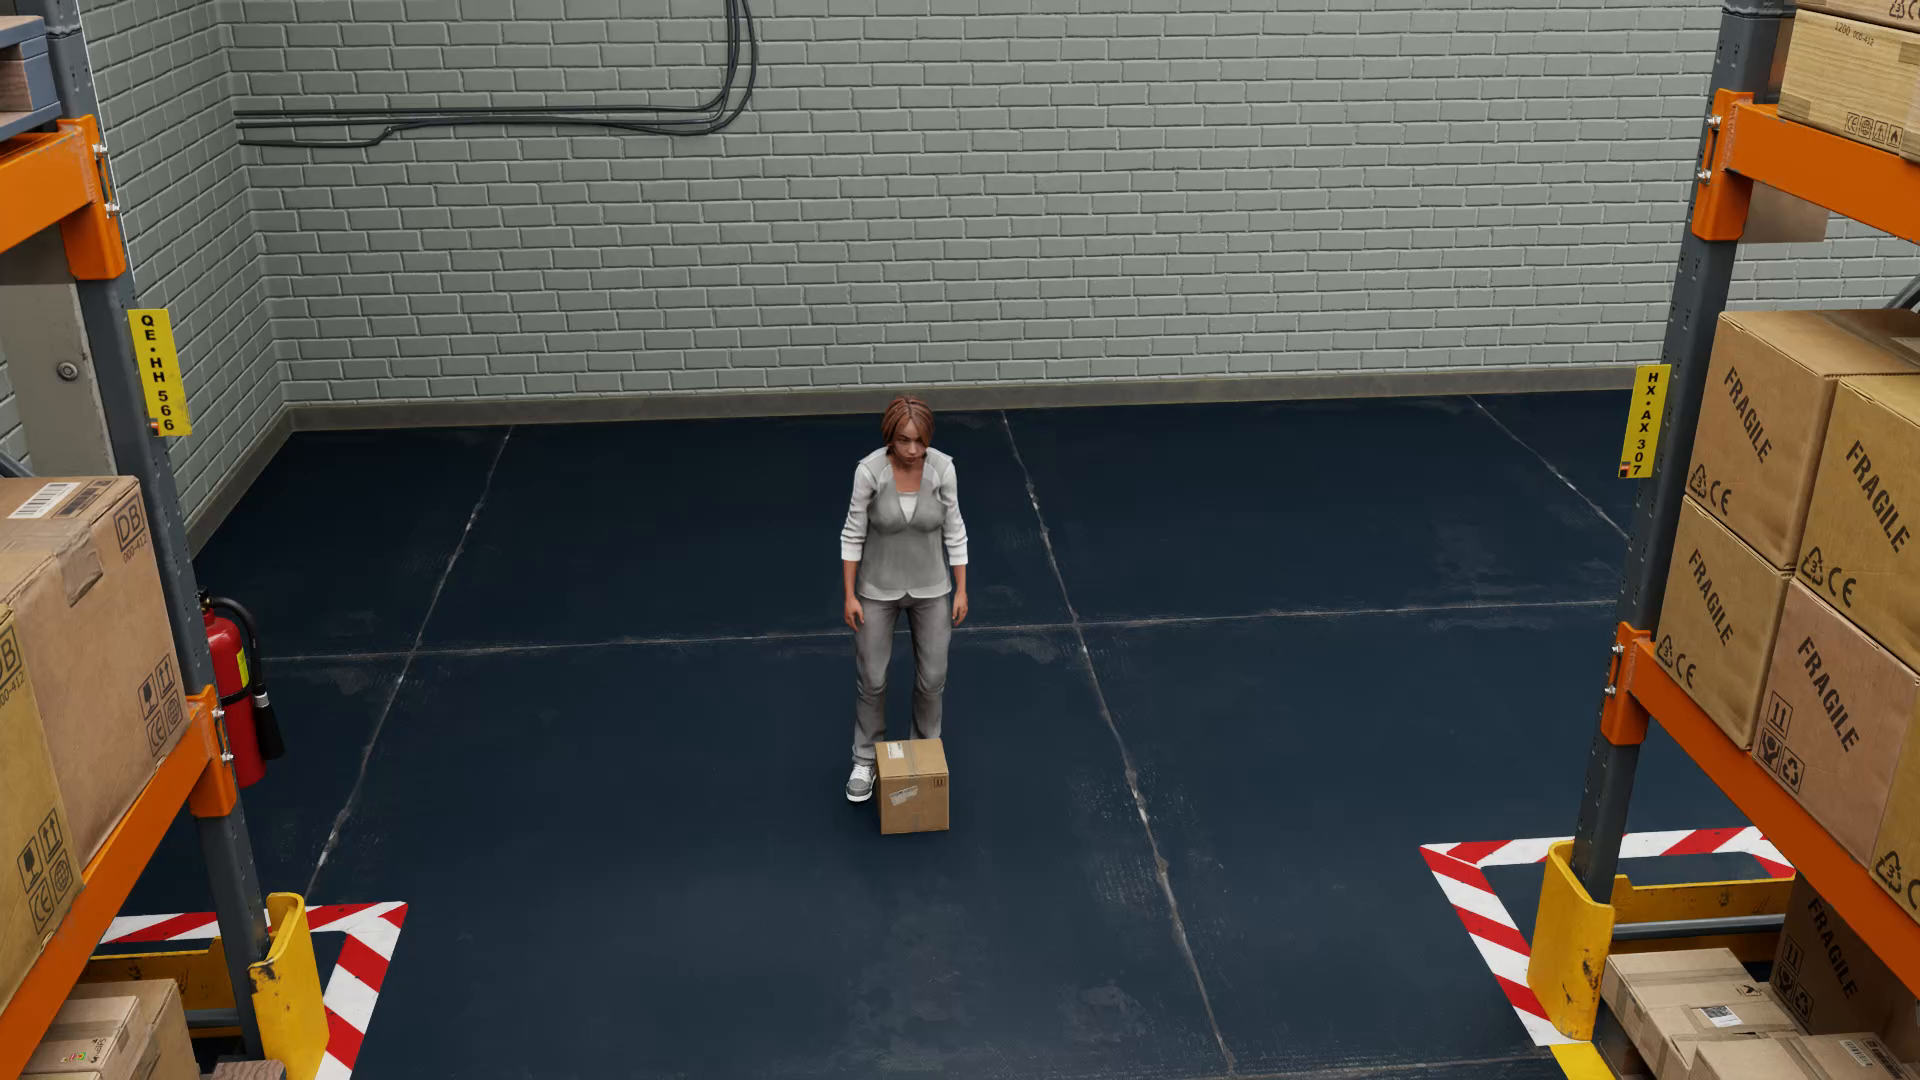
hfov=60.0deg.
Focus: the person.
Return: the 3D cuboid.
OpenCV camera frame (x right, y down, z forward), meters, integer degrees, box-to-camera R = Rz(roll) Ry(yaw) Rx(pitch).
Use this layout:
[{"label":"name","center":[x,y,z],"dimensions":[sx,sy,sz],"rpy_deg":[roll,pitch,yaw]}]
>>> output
[{"label":"person","center":[-0.208,0.209,6.146],"dimensions":[0.482,1.594,0.341],"rpy_deg":[-3,24,-7]}]
